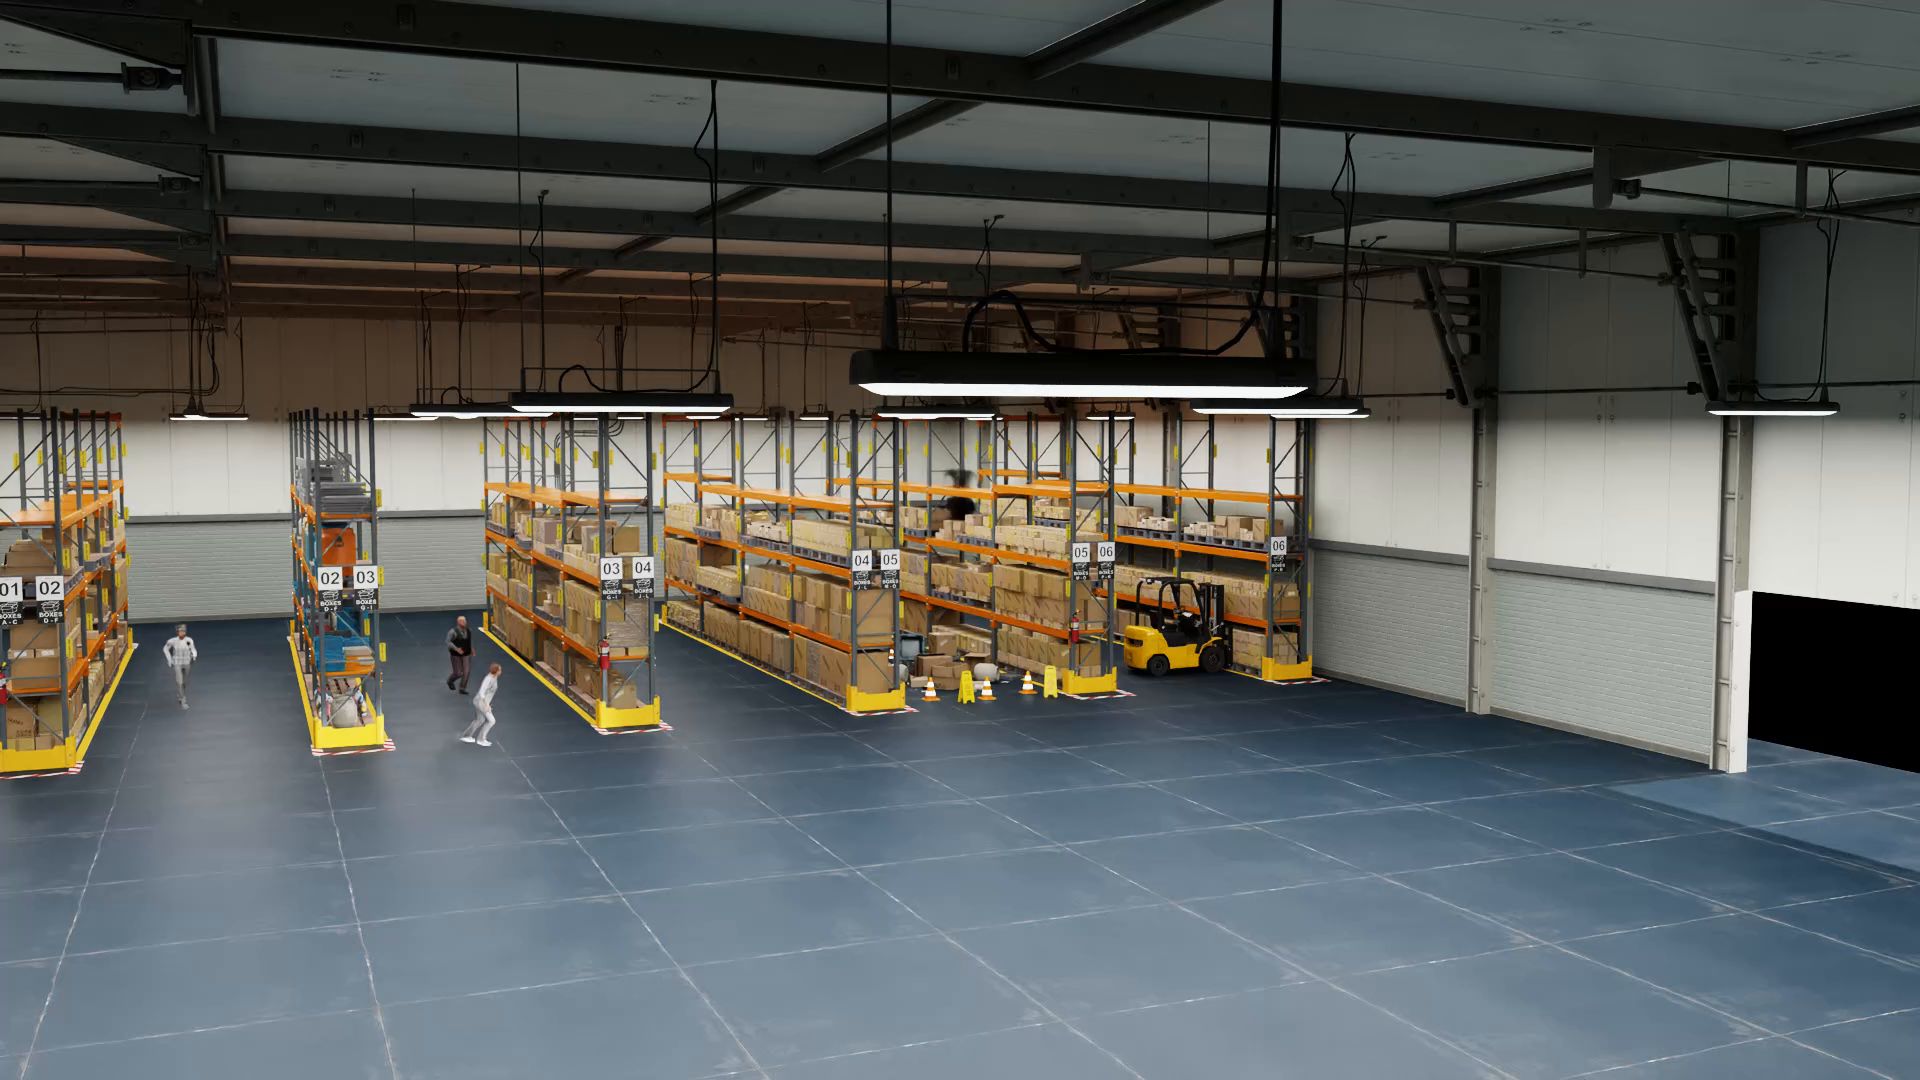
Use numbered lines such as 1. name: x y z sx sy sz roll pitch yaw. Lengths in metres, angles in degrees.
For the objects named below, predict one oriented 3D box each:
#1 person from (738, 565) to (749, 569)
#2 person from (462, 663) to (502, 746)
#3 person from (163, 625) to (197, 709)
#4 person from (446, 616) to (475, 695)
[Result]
1. person: -6.487 1.361 50.010 1.001 1.750 0.666 -2 5 -27
2. person: -8.488 2.914 29.505 0.740 1.487 0.576 -1 4 -8
3. person: -15.767 2.531 33.639 0.590 1.686 0.919 -3 5 -40
4. person: -10.608 2.434 35.201 0.654 1.673 0.757 -4 5 -42
